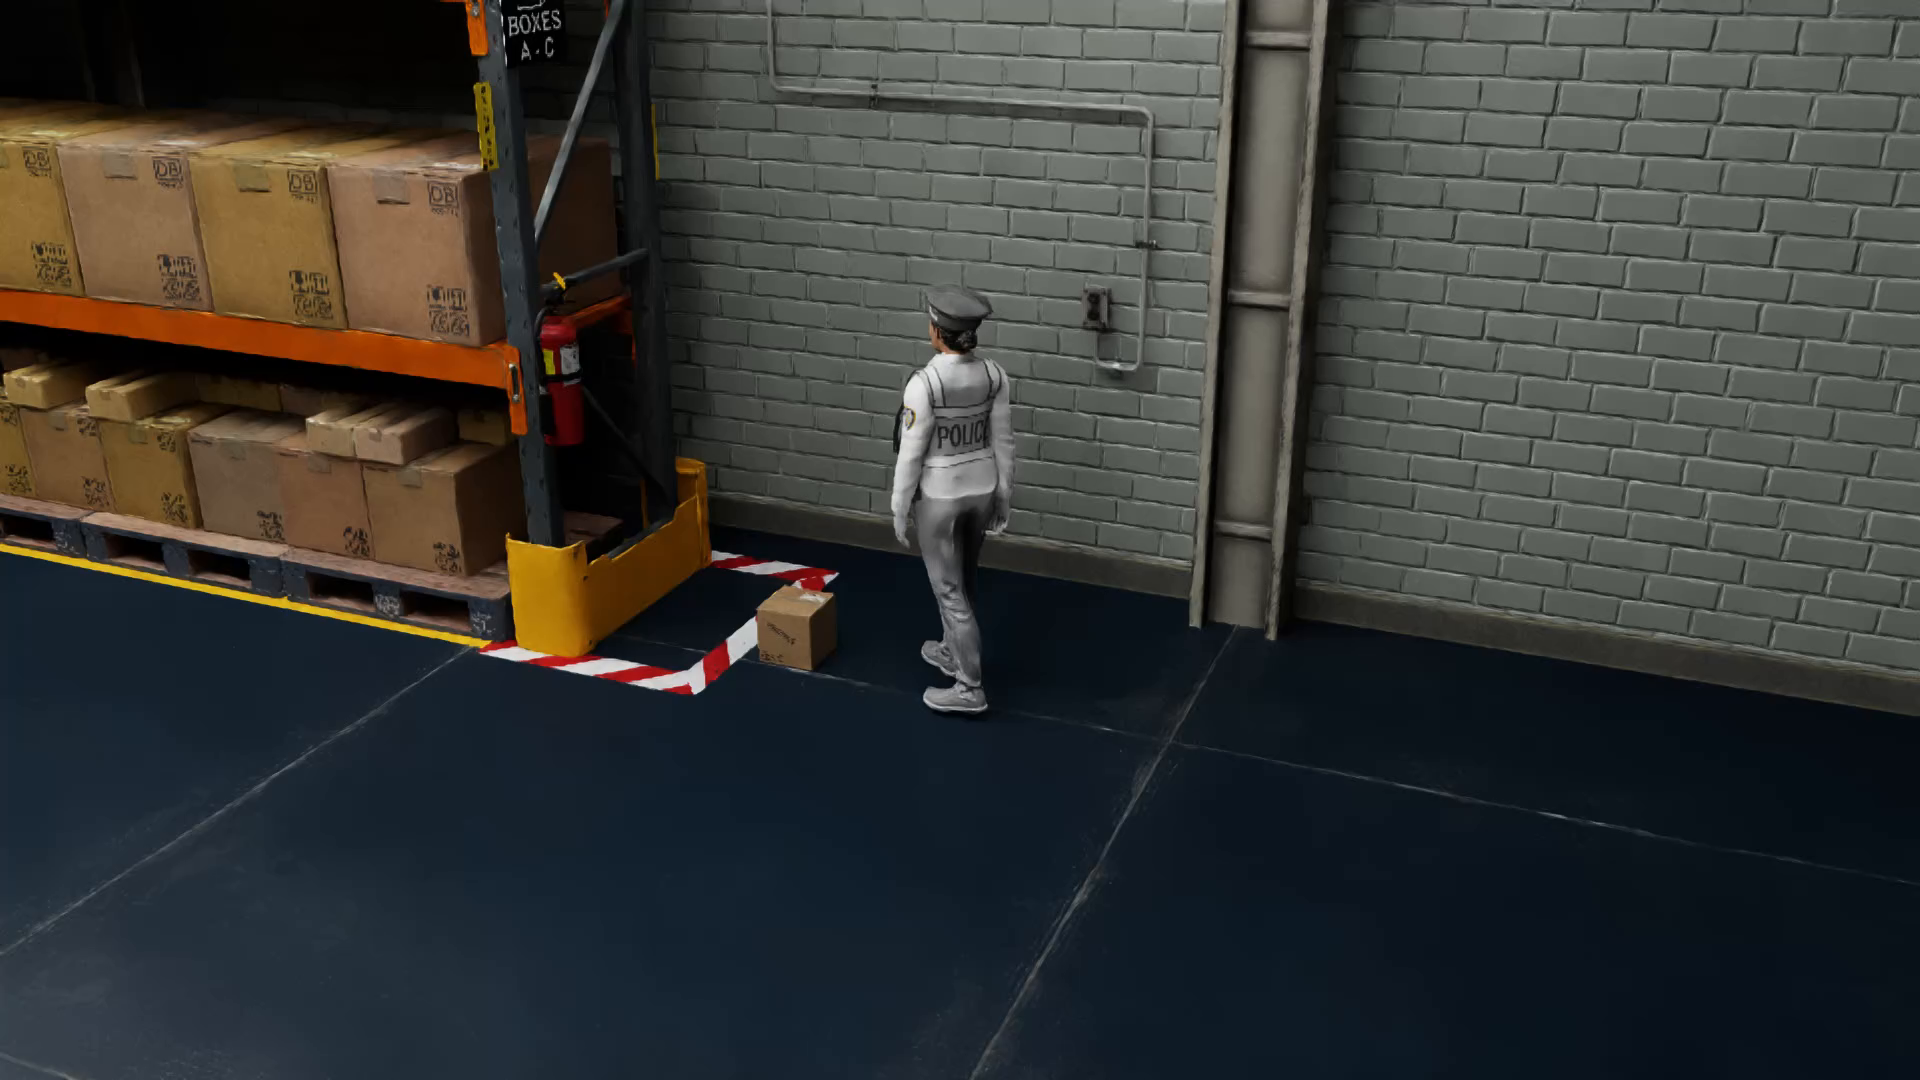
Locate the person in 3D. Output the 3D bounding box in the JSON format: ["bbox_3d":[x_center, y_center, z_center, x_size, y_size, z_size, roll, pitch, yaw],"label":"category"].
[{"bbox_3d":[-0.073,-0.169,6.454,0.502,1.669,0.613,-17,28,-35],"label":"person"}]
